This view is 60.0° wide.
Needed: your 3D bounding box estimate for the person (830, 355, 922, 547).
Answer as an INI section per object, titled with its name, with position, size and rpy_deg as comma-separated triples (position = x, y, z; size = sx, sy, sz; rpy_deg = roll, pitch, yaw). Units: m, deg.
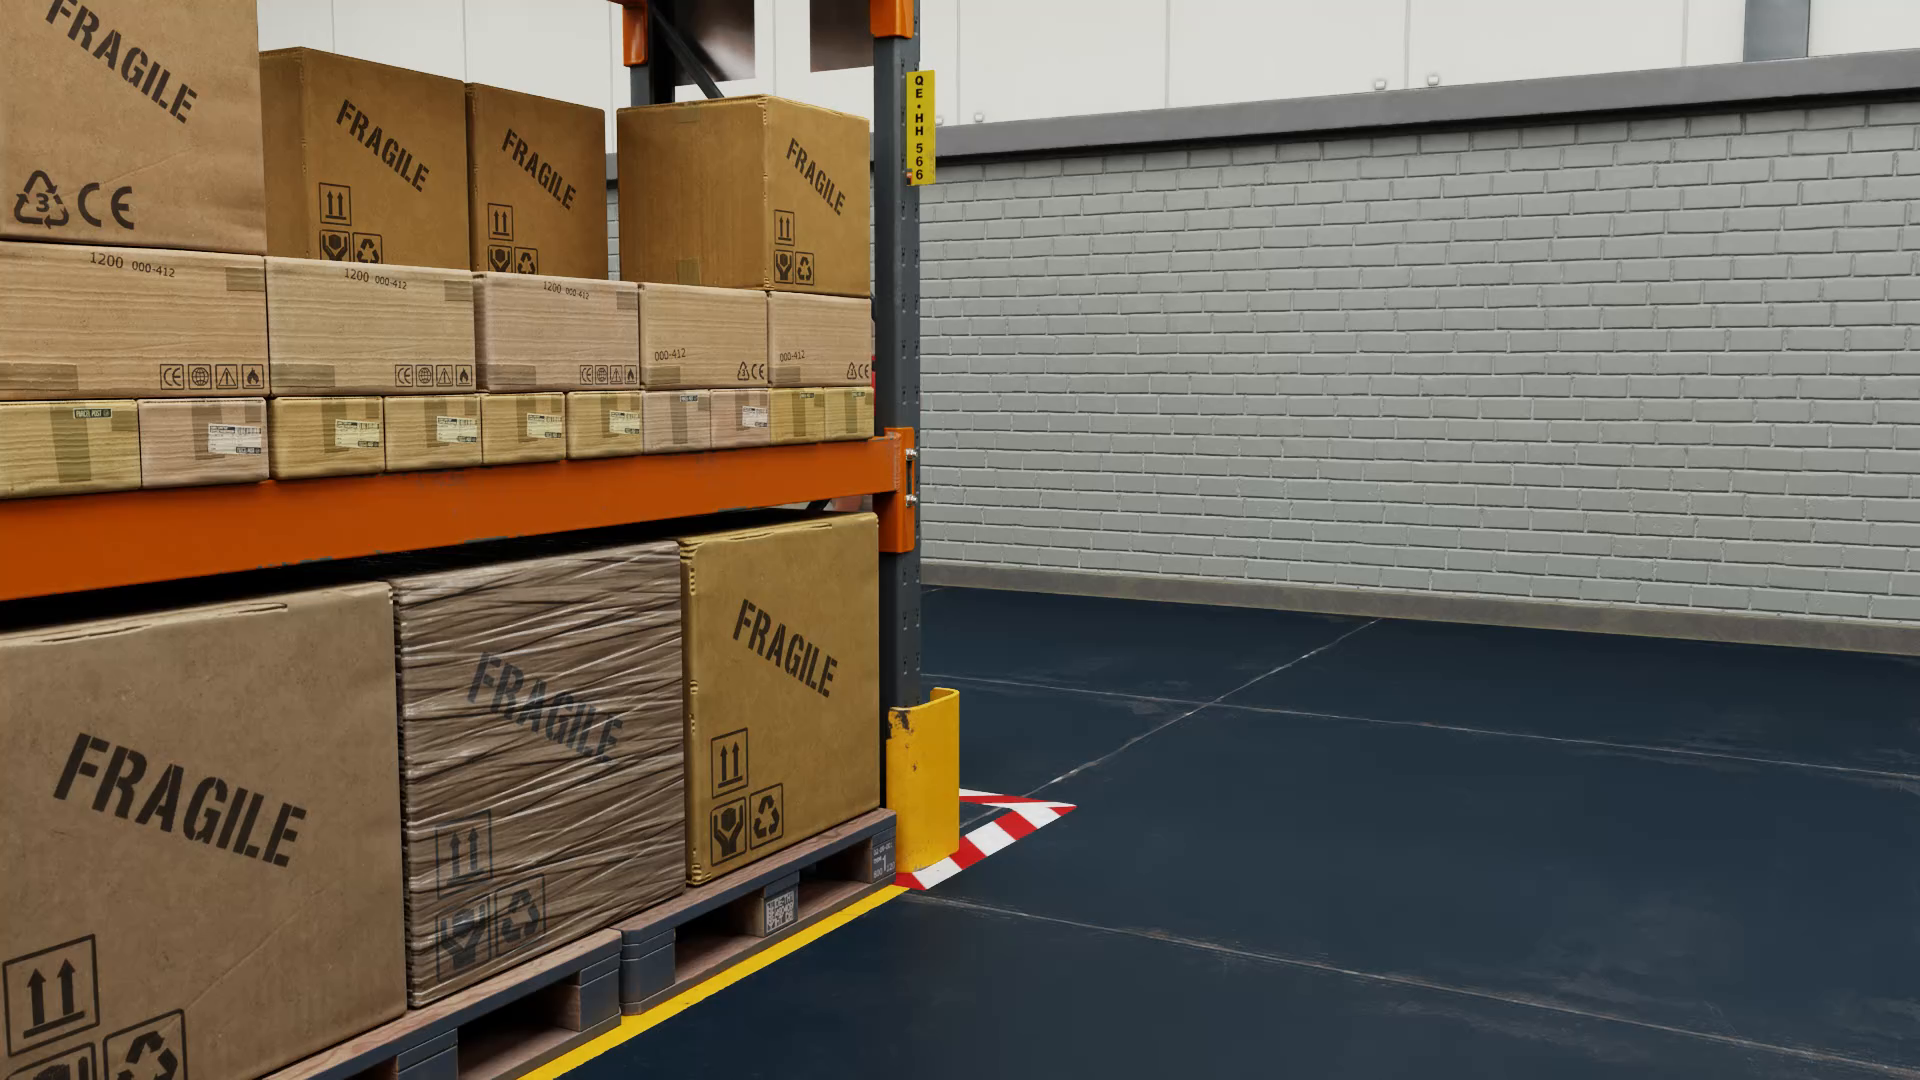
[person]
position = -0.363, -0.012, 6.319
size = 0.392, 1.725, 0.591
rpy_deg = 2, 6, 19
